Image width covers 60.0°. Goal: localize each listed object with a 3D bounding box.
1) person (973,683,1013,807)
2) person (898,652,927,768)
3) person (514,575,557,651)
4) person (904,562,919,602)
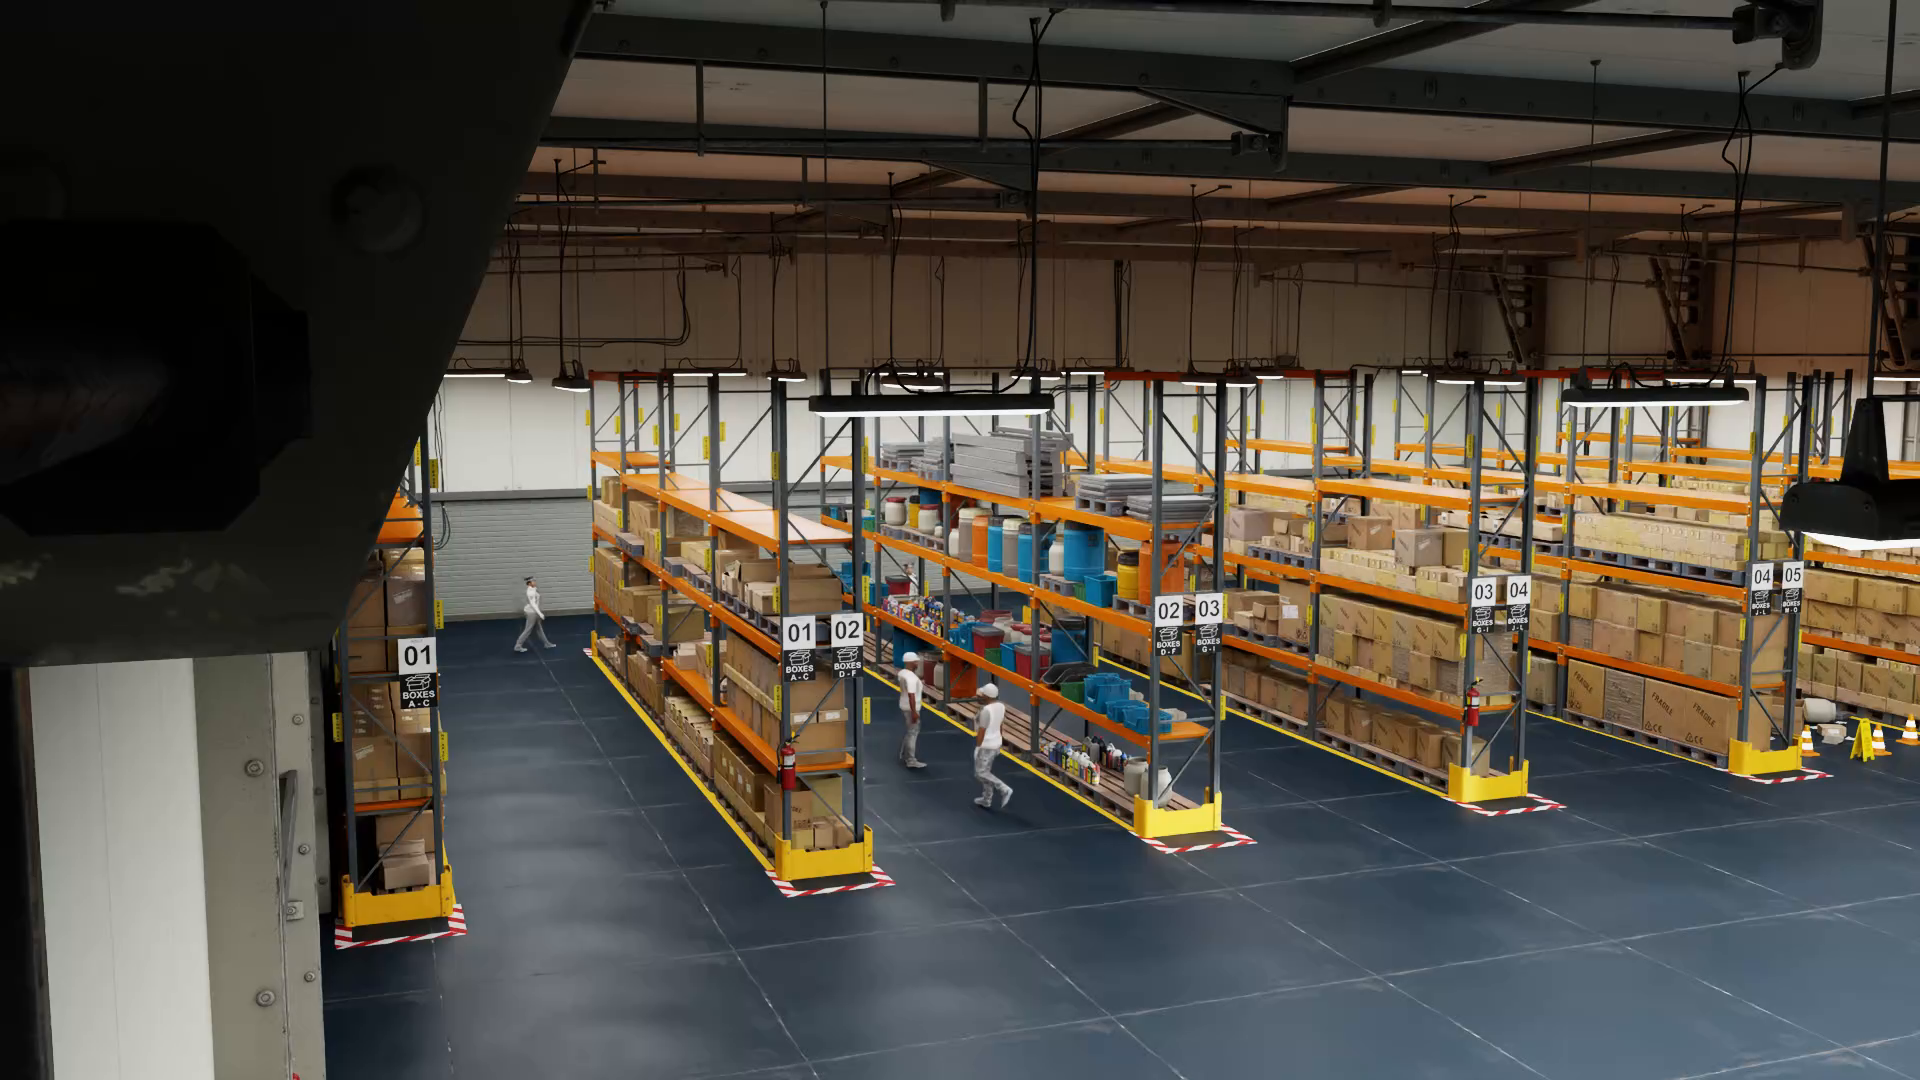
[{"bbox_3d":[0.436,2.863,23.101,0.645,1.774,0.586,2,7,19],"label":"person"},{"bbox_3d":[-0.733,2.622,25.592,0.385,1.802,0.620,-2,7,-13],"label":"person"},{"bbox_3d":[-9.072,1.539,35.492,0.984,1.625,0.588,-4,7,-31],"label":"person"},{"bbox_3d":[-1.096,1.312,37.665,0.886,1.622,0.583,5,8,38],"label":"person"}]
